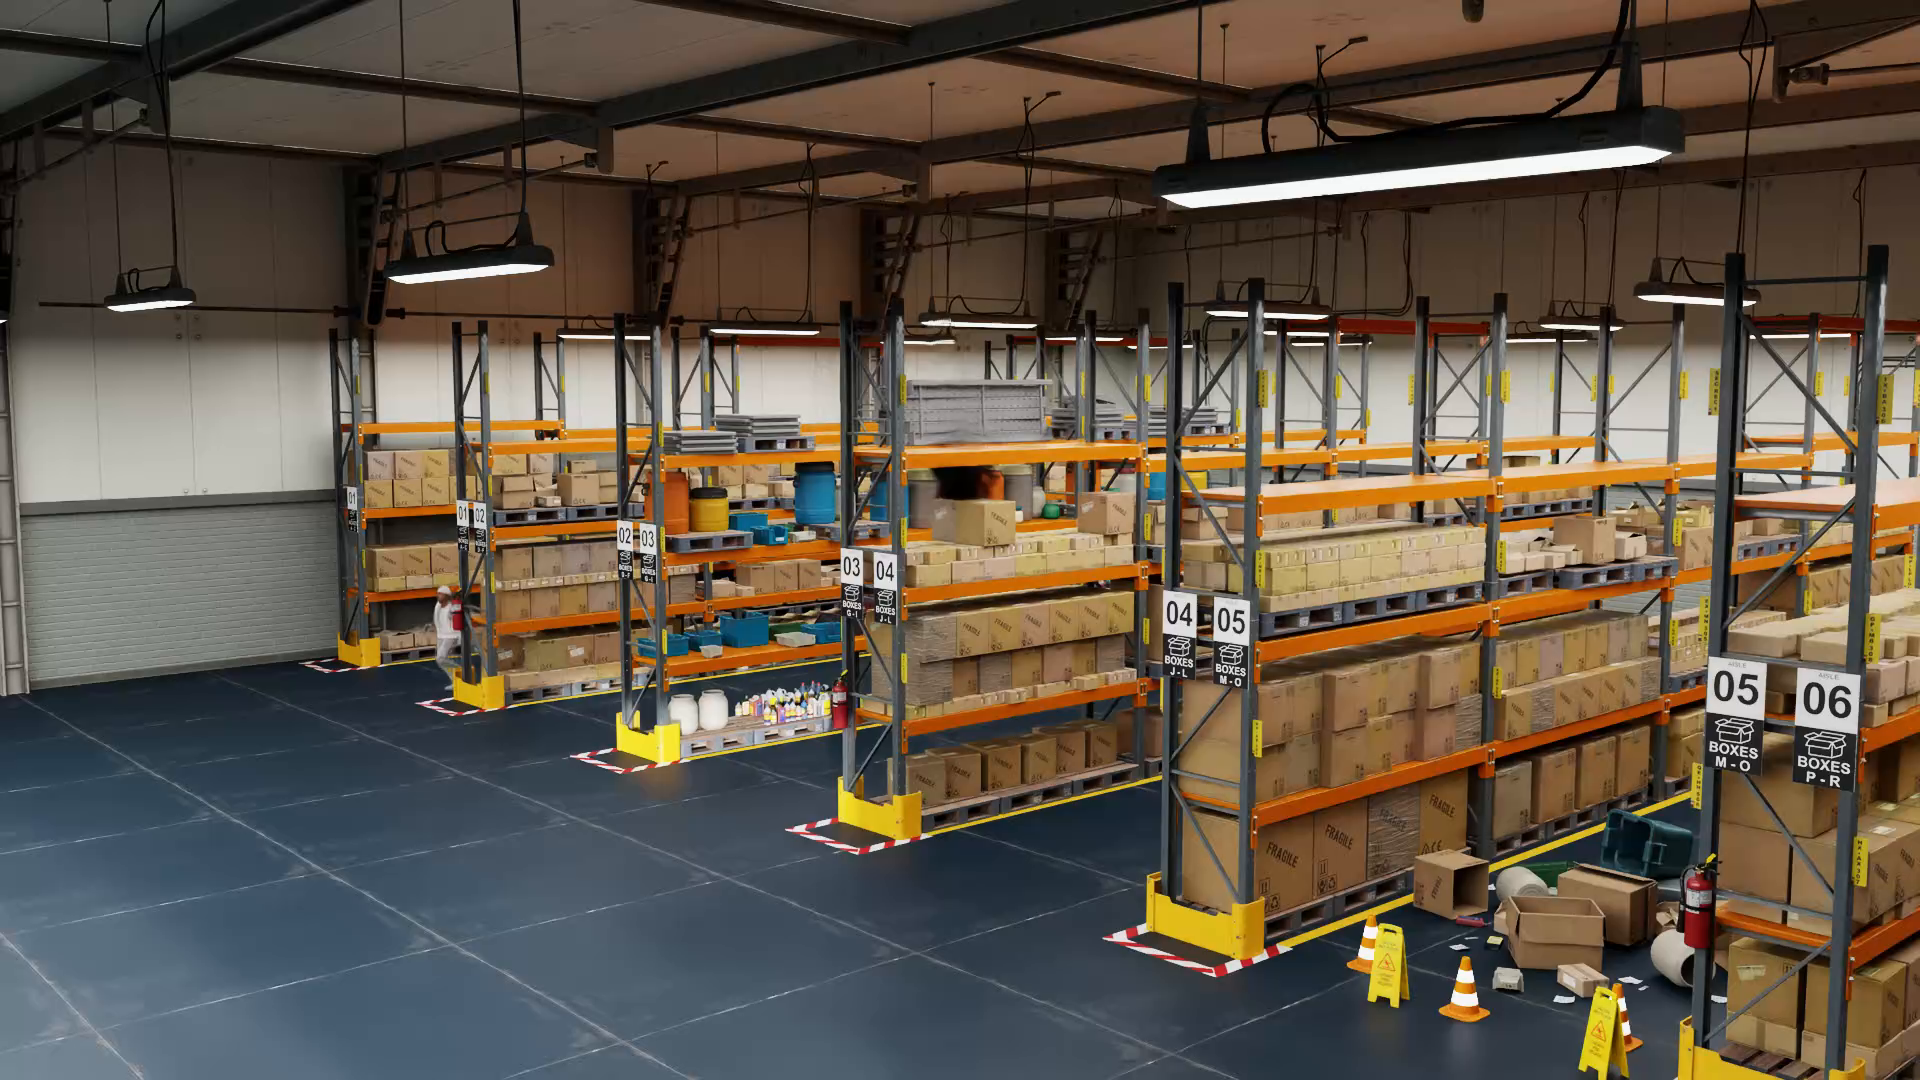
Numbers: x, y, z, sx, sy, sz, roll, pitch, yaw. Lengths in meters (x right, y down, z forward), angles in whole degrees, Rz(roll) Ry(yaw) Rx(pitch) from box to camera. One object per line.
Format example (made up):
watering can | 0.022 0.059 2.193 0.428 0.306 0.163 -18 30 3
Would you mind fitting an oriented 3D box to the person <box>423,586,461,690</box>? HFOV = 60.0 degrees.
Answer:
person | -8.443 1.610 27.241 0.702 1.734 0.587 5 7 40
